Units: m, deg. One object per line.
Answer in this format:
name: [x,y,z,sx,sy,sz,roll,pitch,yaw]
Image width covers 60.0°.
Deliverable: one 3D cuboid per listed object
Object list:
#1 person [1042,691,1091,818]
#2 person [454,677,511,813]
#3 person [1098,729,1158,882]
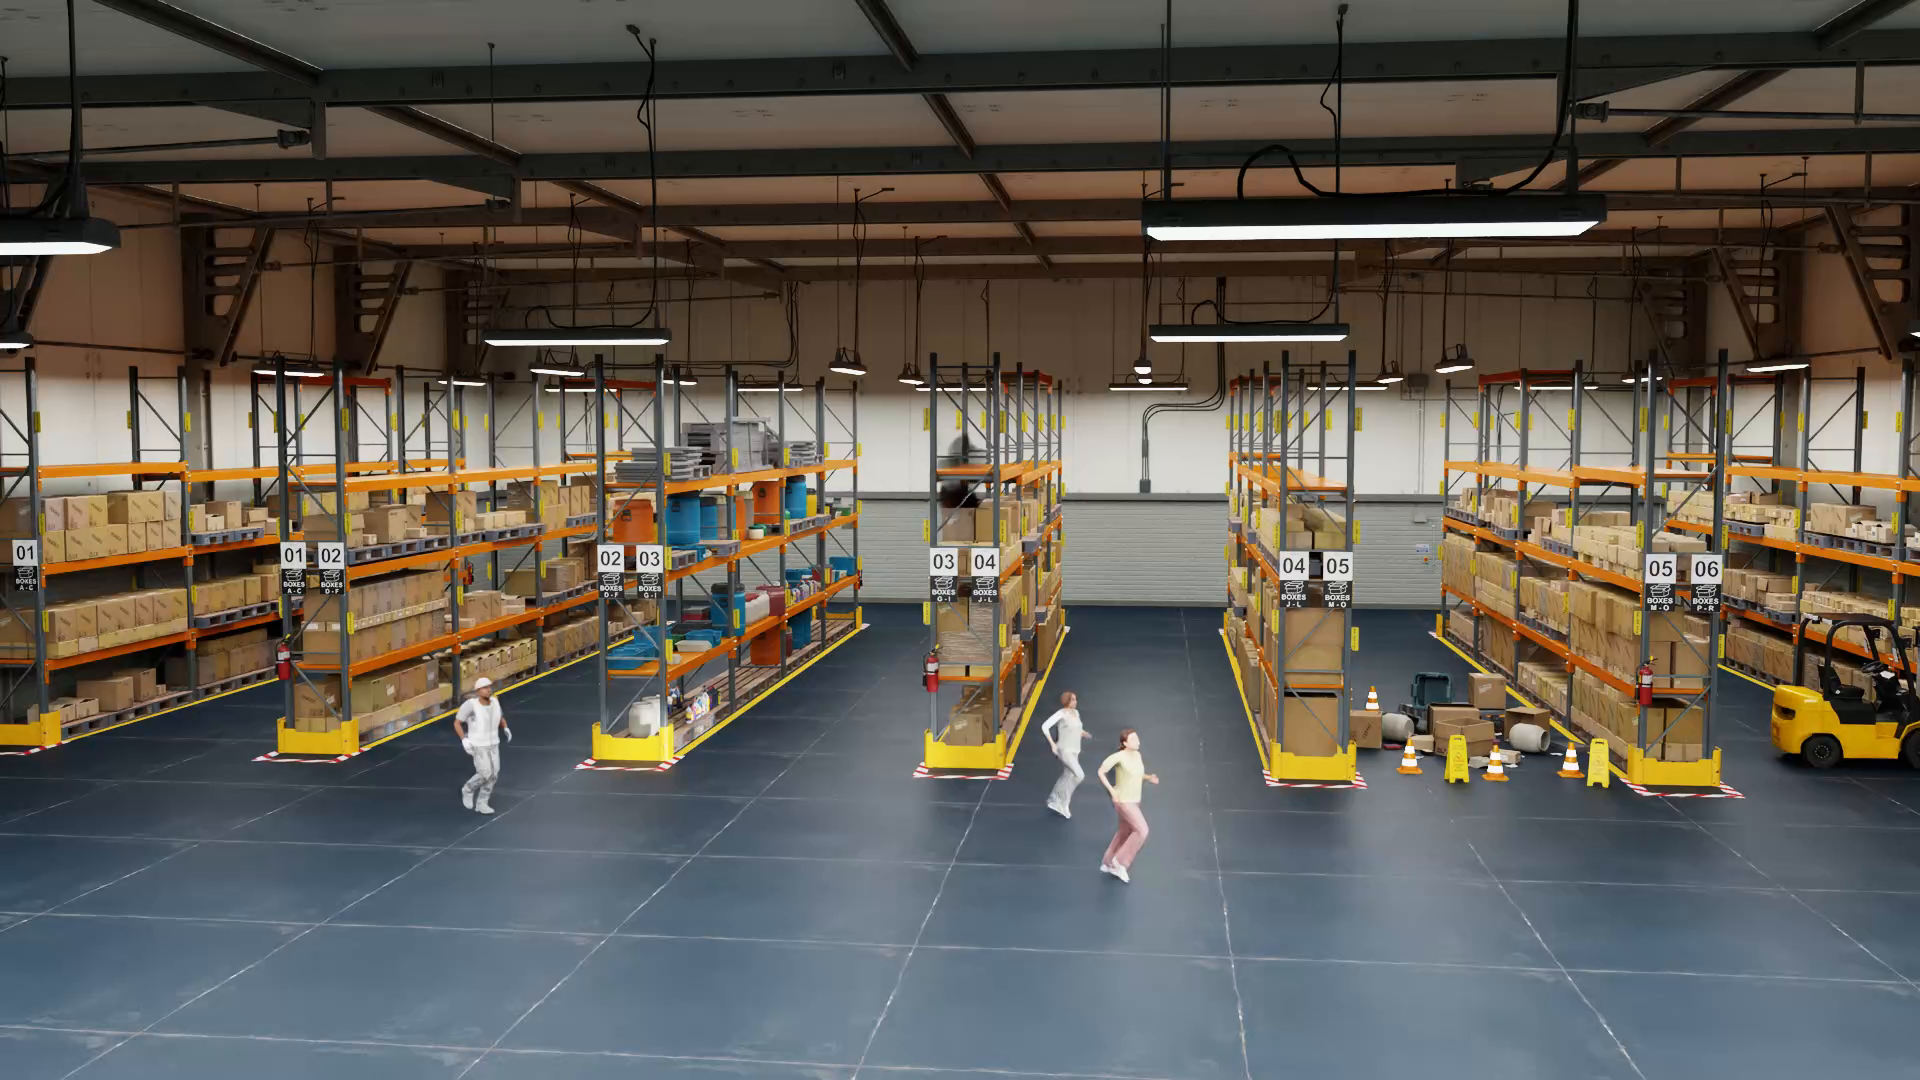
person: [1.379,2.716,21.094,0.672,1.607,0.503,3,5,34]
person: [-6.083,2.625,21.295,0.589,1.746,0.694,3,5,34]
person: [1.854,2.891,18.221,0.650,1.674,0.552,3,5,36]
